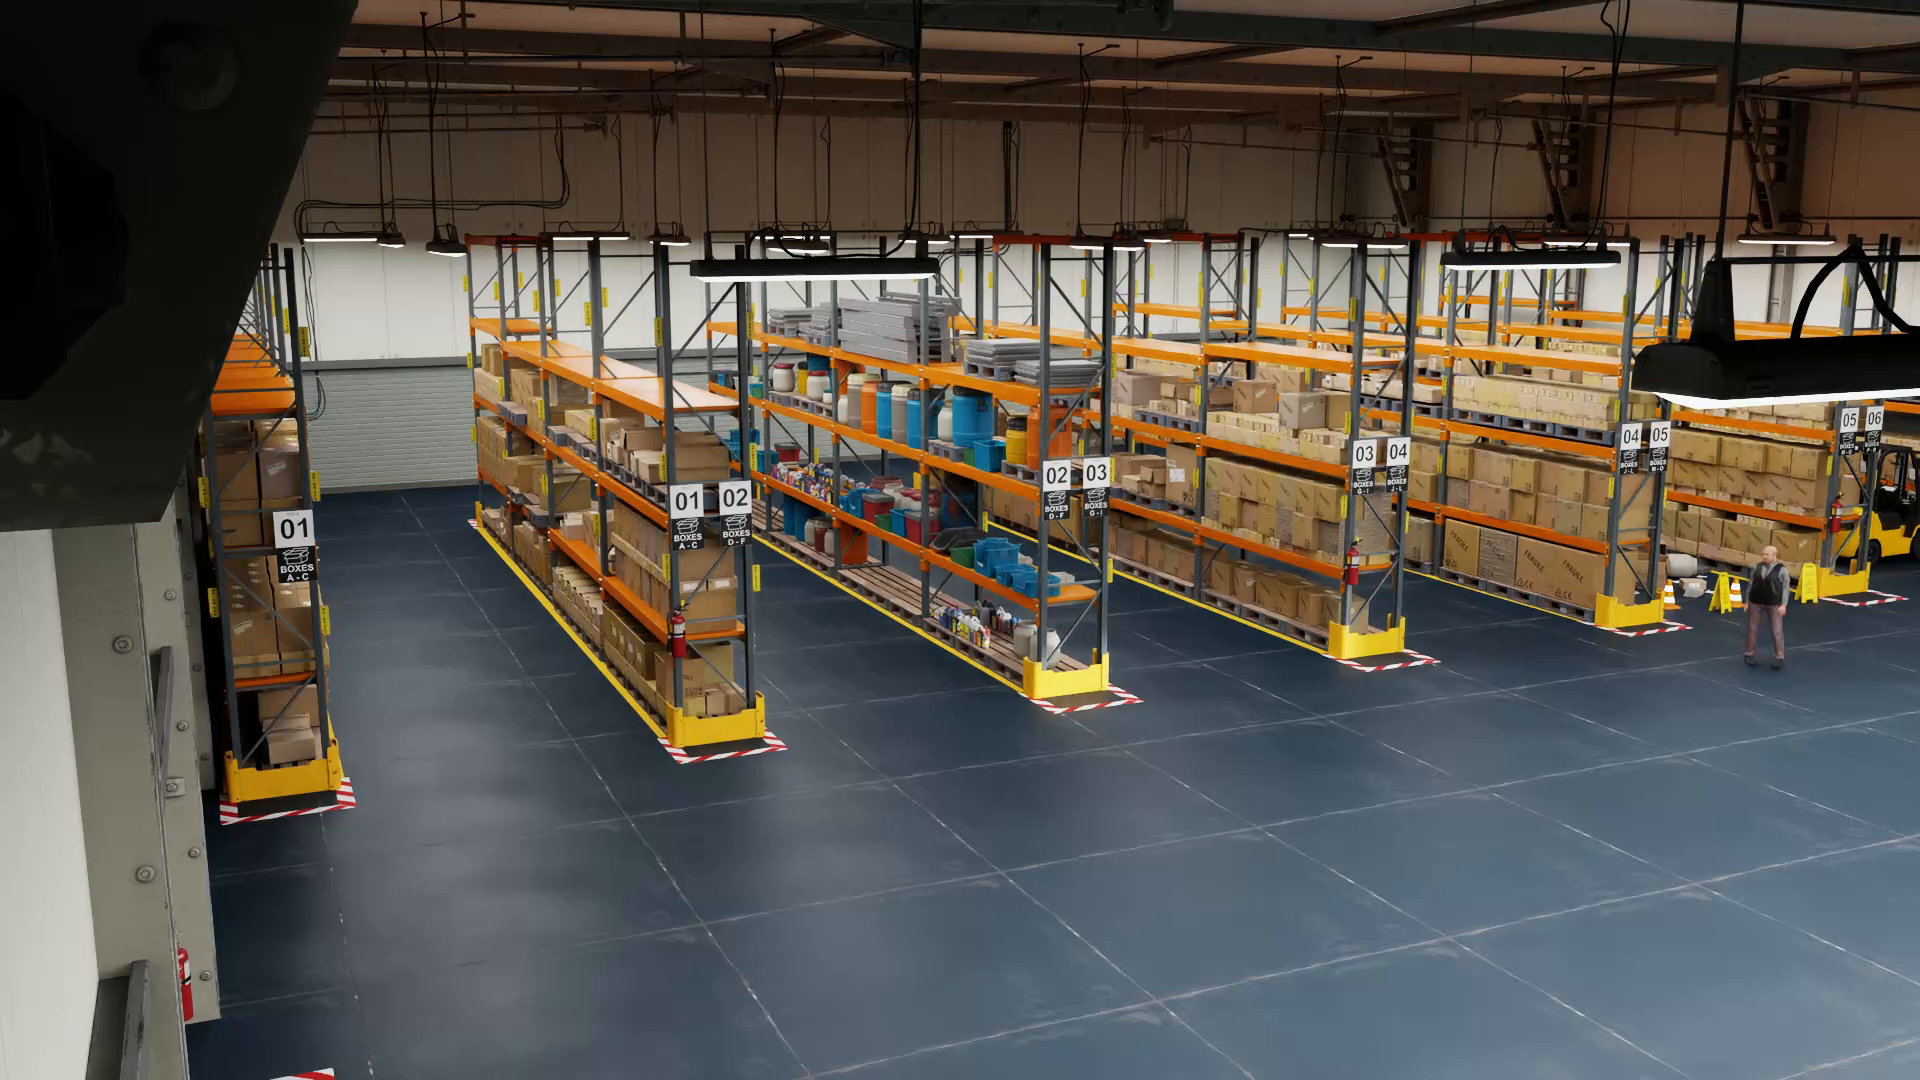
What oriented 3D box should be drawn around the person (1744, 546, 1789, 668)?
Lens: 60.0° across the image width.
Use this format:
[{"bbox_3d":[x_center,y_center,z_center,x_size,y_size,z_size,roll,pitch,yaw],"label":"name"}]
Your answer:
[{"bbox_3d":[11.523,0.935,23.771,0.585,1.720,0.429,7,13,30],"label":"person"}]
